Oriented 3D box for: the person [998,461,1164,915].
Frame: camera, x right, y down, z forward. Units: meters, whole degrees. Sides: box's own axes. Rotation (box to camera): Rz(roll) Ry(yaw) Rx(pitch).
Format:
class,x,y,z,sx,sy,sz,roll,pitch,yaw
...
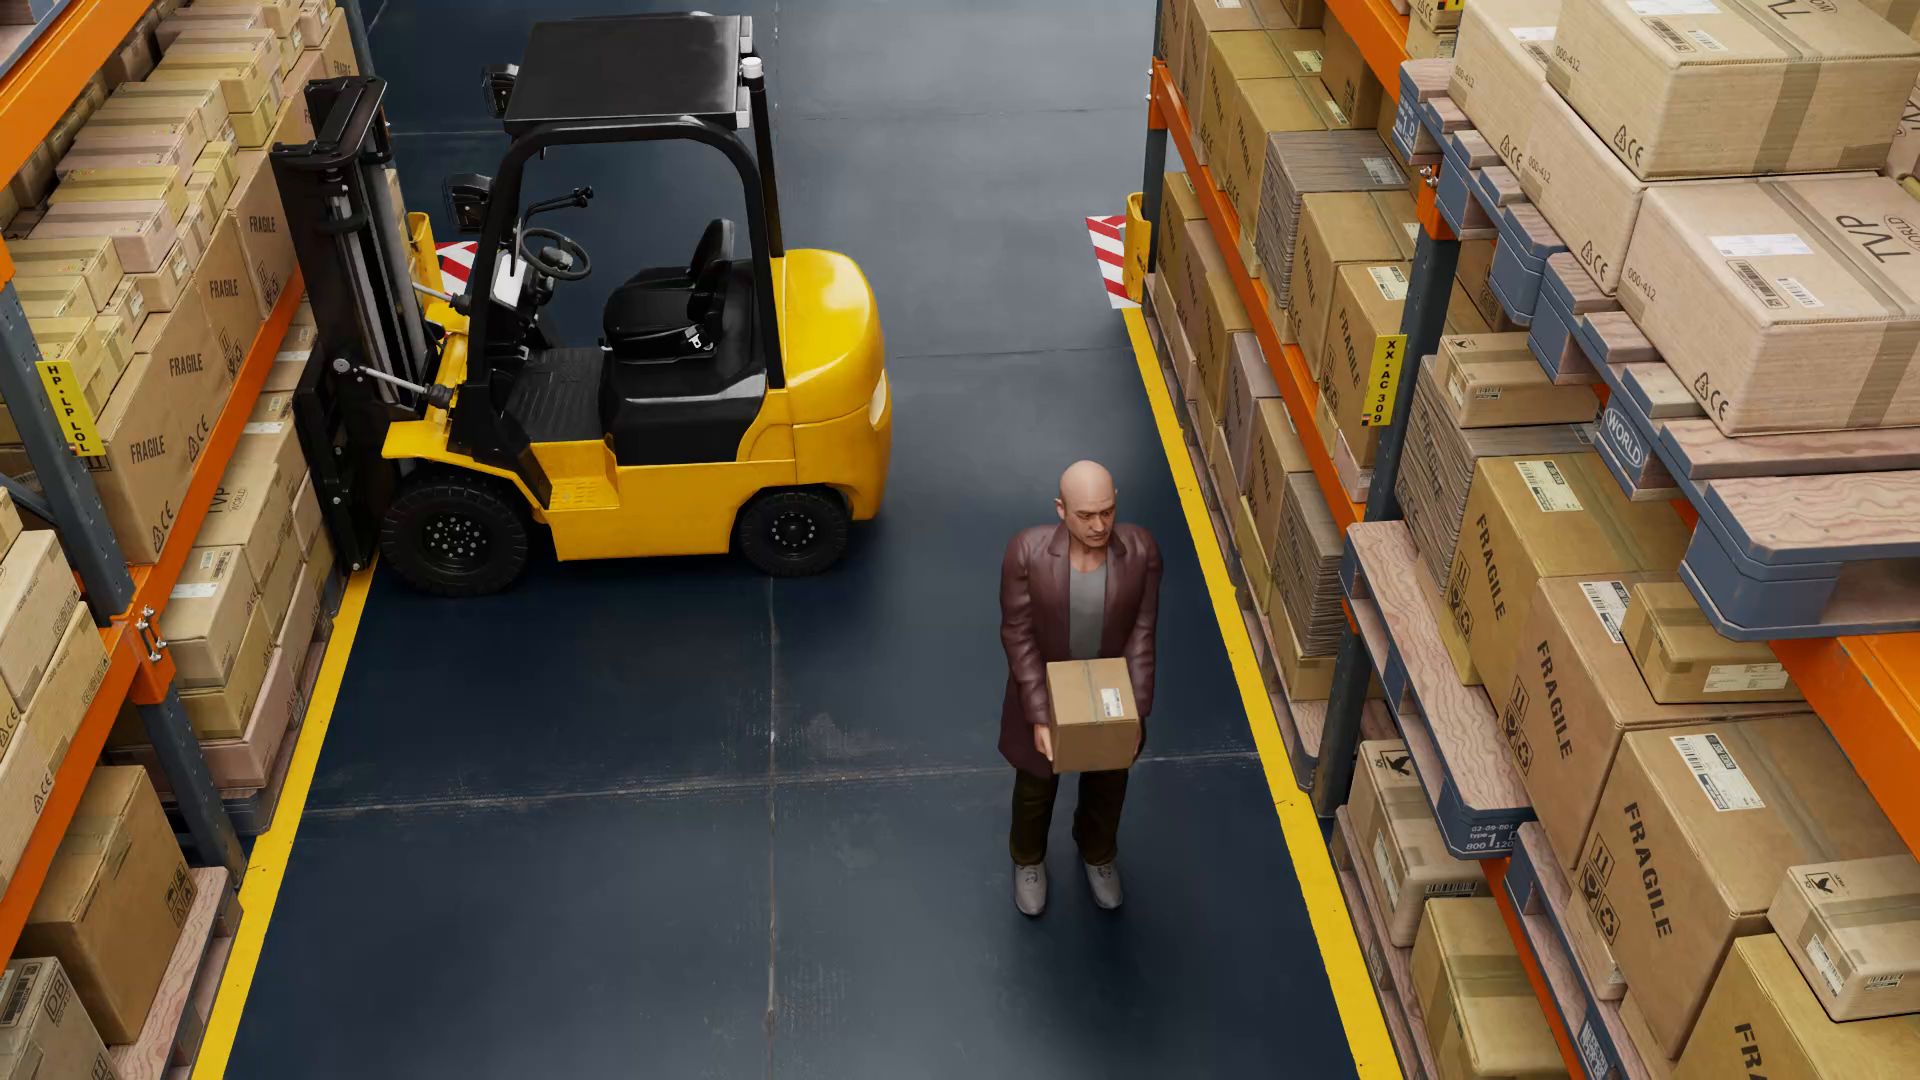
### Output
class,x,y,z,sx,sy,sz,roll,pitch,yaw
person,0.395,0.576,5.448,0.527,1.776,0.554,-3,39,-4
